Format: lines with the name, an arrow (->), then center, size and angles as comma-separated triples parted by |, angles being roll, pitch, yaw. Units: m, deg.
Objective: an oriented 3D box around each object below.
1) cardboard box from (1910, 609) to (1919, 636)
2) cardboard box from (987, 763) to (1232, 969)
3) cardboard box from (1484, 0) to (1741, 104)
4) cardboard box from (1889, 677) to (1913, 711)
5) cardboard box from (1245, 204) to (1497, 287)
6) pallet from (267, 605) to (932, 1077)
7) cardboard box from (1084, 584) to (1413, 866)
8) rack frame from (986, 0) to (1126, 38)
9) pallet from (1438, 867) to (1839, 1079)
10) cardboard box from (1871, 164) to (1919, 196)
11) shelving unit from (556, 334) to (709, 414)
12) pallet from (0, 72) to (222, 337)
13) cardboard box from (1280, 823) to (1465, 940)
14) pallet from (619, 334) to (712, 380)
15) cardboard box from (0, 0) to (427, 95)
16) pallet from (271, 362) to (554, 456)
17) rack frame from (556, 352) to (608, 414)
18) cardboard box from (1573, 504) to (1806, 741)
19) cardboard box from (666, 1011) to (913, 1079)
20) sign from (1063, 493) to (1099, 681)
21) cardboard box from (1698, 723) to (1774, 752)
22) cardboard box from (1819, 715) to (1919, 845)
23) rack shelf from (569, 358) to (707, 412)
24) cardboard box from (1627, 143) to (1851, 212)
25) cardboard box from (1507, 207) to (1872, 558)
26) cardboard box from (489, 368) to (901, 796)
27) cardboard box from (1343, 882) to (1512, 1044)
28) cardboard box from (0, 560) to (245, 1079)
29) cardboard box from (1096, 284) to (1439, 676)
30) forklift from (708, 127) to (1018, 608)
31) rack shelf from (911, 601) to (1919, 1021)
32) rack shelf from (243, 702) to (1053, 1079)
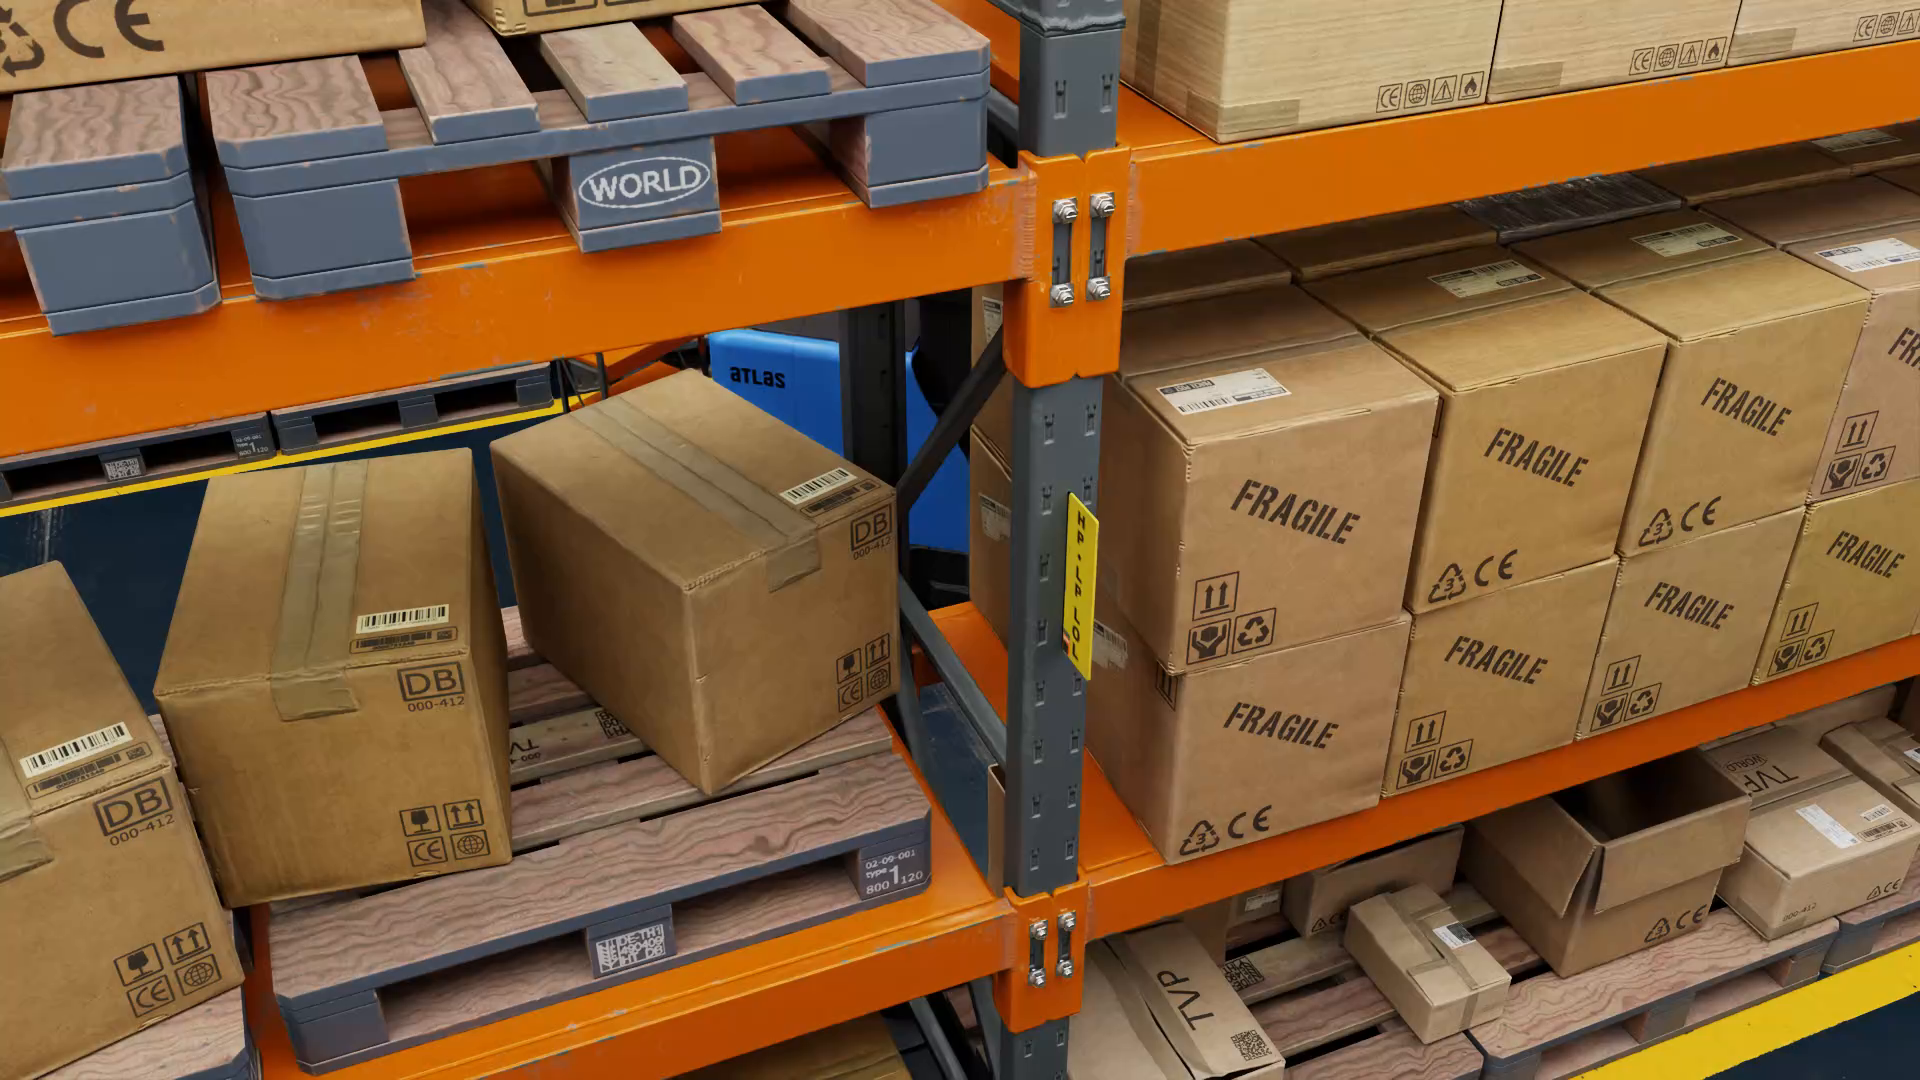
cardboard box -> 2.426, -0.152, 4.142 | 0.500, 0.500, 0.500 | -13, 35, -19
cardboard box -> 0.400, 0.890, 4.521 | 0.500, 0.500, 0.500 | -13, 35, -19
cardboard box -> 0.991, -0.987, 2.904 | 0.500, 0.250, 0.500 | -13, 35, -19
cardboard box -> 2.923, 0.416, 5.555 | 0.250, 0.166, 0.380 | -13, 35, -19
cardboard box -> 0.822, -0.518, 3.788 | 0.500, 0.500, 0.500 | -14, 35, -20
pallet -> -0.795, 0.483, 3.433 | 1.213, 0.211, 1.003 | -13, 35, -19
cardboard box -> 0.560, 0.277, 3.483 | 0.500, 0.500, 0.500 | -12, 35, -18
rack frame -> -0.015, -2.225, 1.919 | 0.127, 3.000, 1.000 | -13, 35, -19
pallet -> 1.745, 1.054, 4.937 | 1.213, 0.211, 1.003 | -13, 35, -19
cardboard box -> 2.427, -0.565, 3.860 | 0.500, 0.500, 0.500 | -12, 35, -18
shelving unit -> -1.179, -0.353, 6.193 | 0.258, 1.200, 0.503 | 22, 39, 30
pallet -> -1.599, -0.566, 2.292 | 1.003, 0.211, 1.213 | -13, 35, -19
cardboard box -> 1.092, 0.810, 4.816 | 0.500, 0.311, 0.500 | -13, 35, -19
pallet -> -1.205, -1.153, 8.329 | 1.213, 0.211, 1.003 | -13, 35, -19
cardboard box -> -1.116, -1.006, 2.227 | 0.600, 0.600, 0.600 | -13, 35, -19
pallet -> -2.619, -0.831, 7.834 | 1.213, 0.211, 1.003 | -13, 35, -19
rack frame -> -1.323, -0.246, 6.028 | 0.240, 1.200, 0.015 | 22, 39, 30
cardboard box -> 1.493, 0.062, 3.812 | 0.500, 0.500, 0.500 | -13, 35, -19
cardboard box -> -0.360, 1.401, 3.735 | 0.500, 0.500, 0.500 | -13, 35, -19
sign -> 0.203, 0.082, 2.812 | 0.005, 0.325, 0.100 | -13, 35, -19
cardboard box -> 2.139, 0.596, 5.201 | 0.500, 0.250, 0.500 | -13, 35, -19
cardboard box -> 2.858, 0.727, 5.077 | 0.250, 0.166, 0.380 | -13, 35, -19
rack shelf -> -1.179, -0.485, 6.108 | 0.258, 0.148, 0.480 | 22, 39, 30
cardboard box -> 1.751, -0.730, 4.113 | 0.500, 0.500, 0.500 | -13, 35, -19
cardboard box -> 1.478, -0.347, 3.525 | 0.500, 0.500, 0.500 | -14, 36, -20
cardboard box -> -0.539, 0.059, 3.433 | 0.500, 0.500, 0.700 | -26, 41, -34
cardboard box -> 1.249, 1.125, 4.465 | 0.250, 0.166, 0.380 | -13, 35, -19
cardboard box -> -1.621, 0.475, 2.792 | 0.500, 0.500, 0.700 | -23, 39, -31
cardboard box -> 0.528, -0.130, 3.191 | 0.500, 0.500, 0.500 | -12, 35, -18
forklift -> 0.652, -1.111, 5.770 | 3.031, 2.935, 1.130 | 9, 34, 14
rack shelf -> 1.829, 0.168, 4.400 | 4.000, 0.370, 1.077 | -13, 35, -19
rack shelf -> -1.860, 1.013, 3.102 | 4.000, 0.370, 1.077 | -13, 35, -19
